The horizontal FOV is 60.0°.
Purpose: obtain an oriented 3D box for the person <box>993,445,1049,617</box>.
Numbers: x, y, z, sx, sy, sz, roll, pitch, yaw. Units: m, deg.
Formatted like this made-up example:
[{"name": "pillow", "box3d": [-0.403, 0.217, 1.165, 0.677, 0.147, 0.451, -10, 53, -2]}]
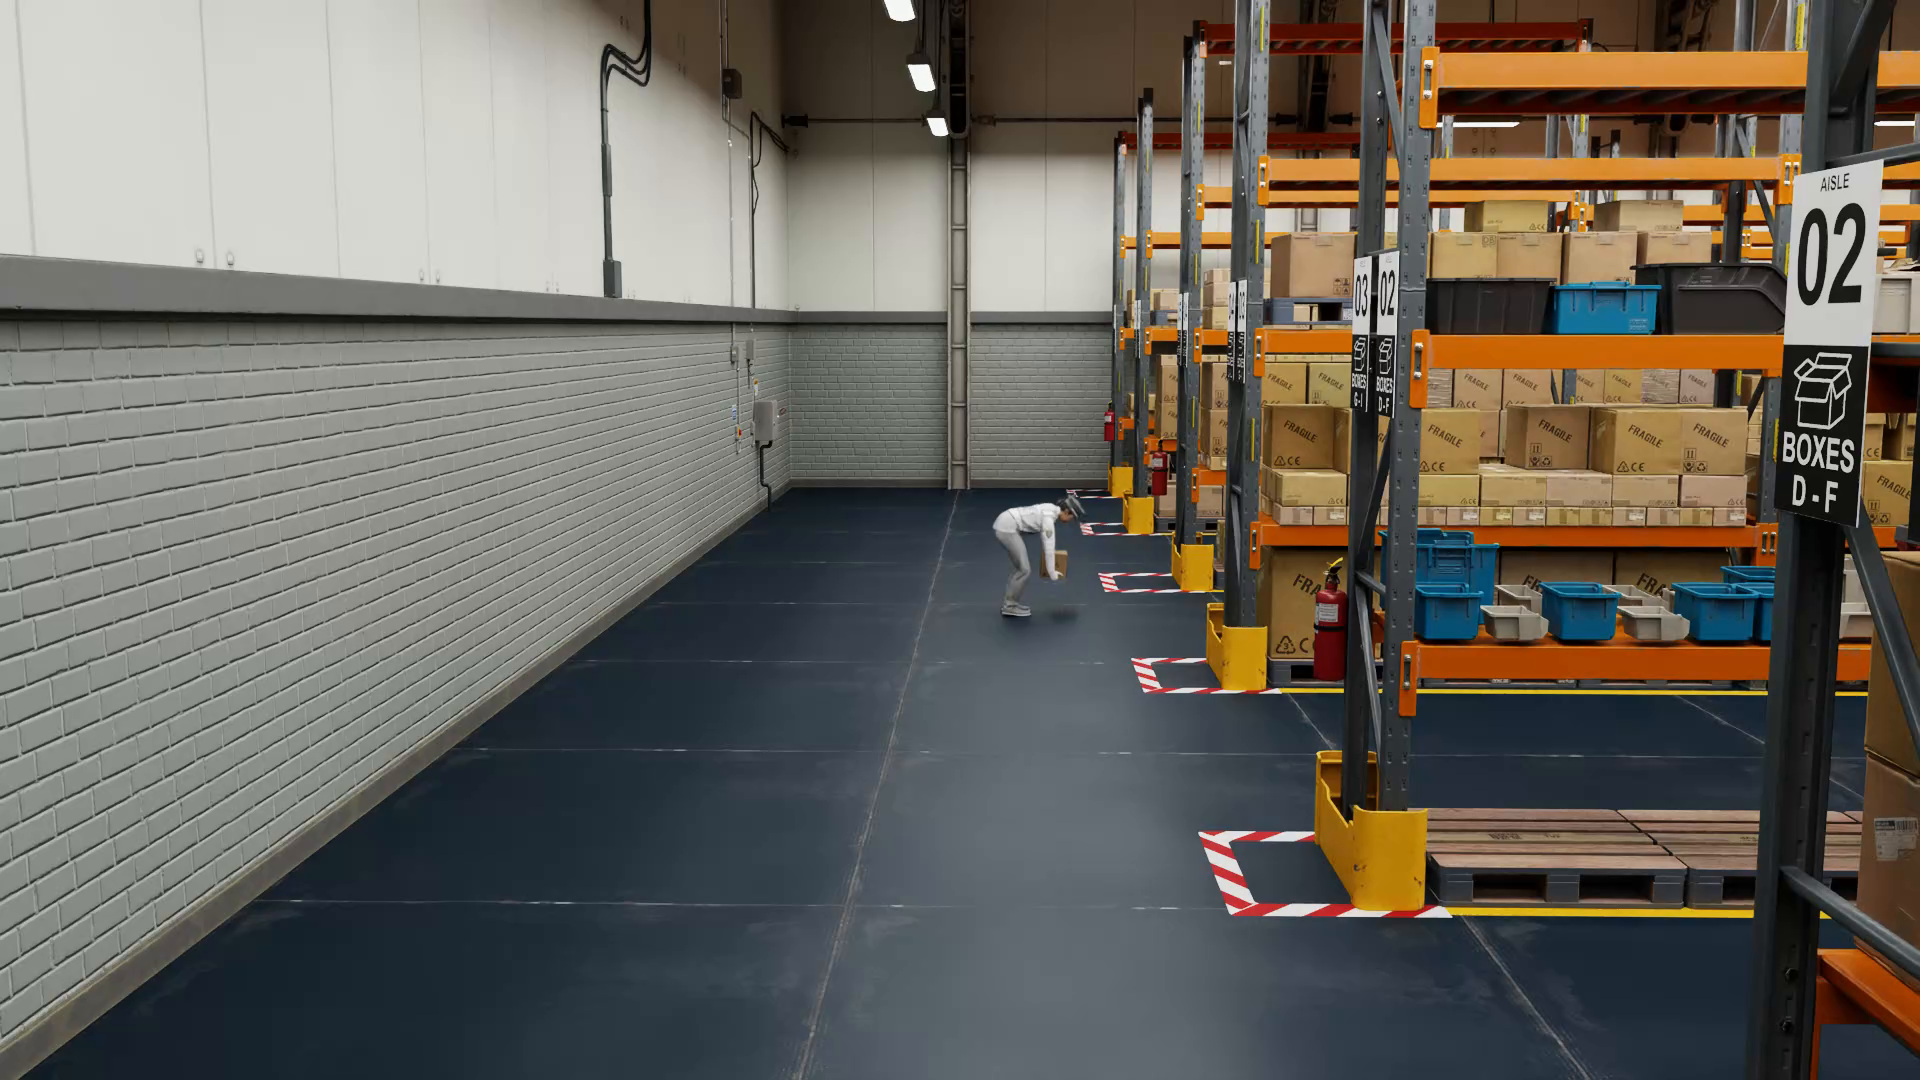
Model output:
[{"name": "person", "box3d": [0.602, -0.096, 16.443, 0.553, 1.687, 0.459, 0, 7, 2]}]
